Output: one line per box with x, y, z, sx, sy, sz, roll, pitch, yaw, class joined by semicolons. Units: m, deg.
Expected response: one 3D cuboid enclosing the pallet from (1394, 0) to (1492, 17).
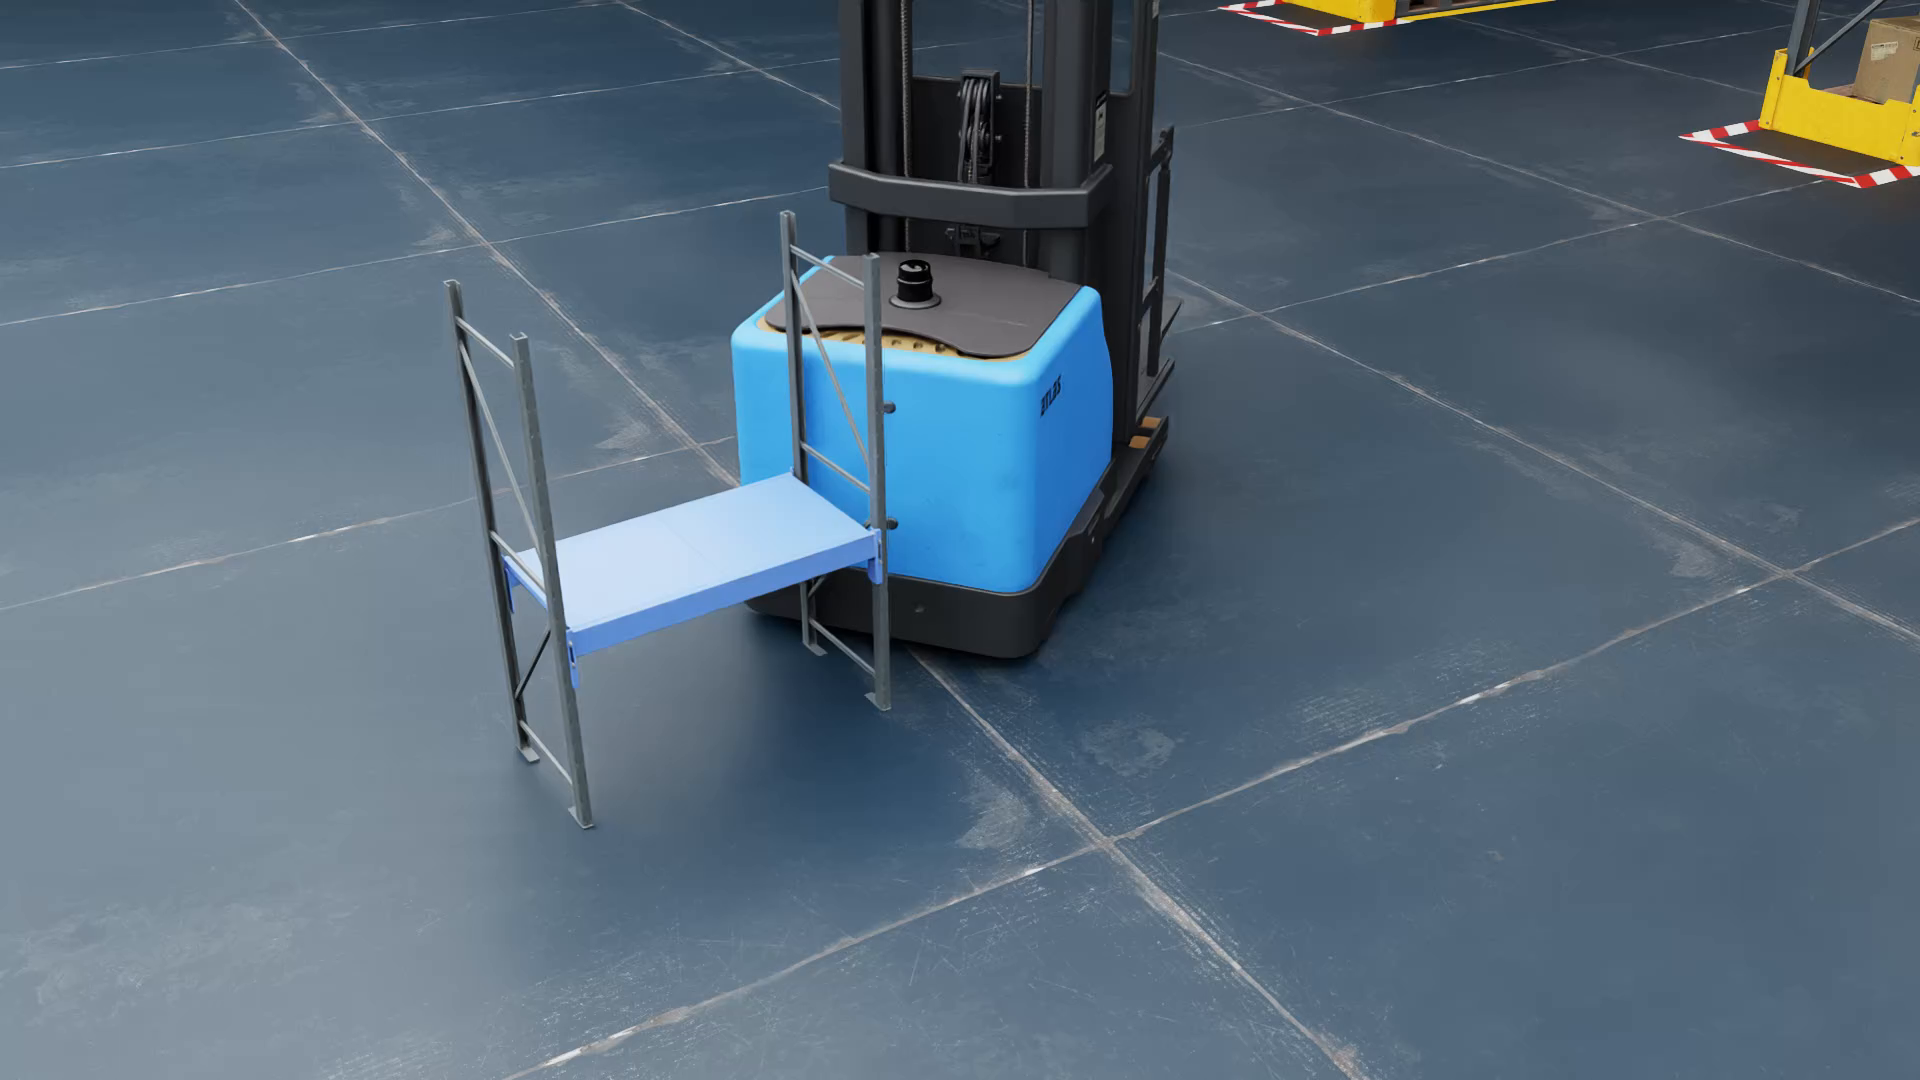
4.057;-5.011;15.111;1.213;0.211;1.003;-16;33;-26;pallet

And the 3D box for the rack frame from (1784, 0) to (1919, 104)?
5.821;-3.933;10.273;0.127;3.000;1.000;-16;33;-26;rack frame

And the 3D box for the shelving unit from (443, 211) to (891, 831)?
-0.790;-0.071;4.827;1.048;1.500;0.538;-19;34;-30;shelving unit

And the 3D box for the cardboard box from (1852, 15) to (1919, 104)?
6.368;-3.169;11.040;0.500;0.500;0.500;-10;30;-17;cardboard box

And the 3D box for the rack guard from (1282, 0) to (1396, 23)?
3.354;-4.940;14.685;0.348;0.500;1.175;-16;33;-26;rack guard

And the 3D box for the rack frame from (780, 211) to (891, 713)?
-0.374;-0.213;5.084;0.032;1.500;0.500;-19;34;-30;rack frame

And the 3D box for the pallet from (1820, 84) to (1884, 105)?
6.605;-2.915;11.314;1.213;0.211;1.003;-16;33;-26;pallet

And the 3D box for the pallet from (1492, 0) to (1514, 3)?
5.107;-5.307;15.648;1.213;0.211;1.003;-16;33;-26;pallet

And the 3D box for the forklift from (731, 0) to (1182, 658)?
0.224;-1.595;6.107;1.130;2.935;3.031;10;30;17;forklift

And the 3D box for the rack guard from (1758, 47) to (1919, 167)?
5.887;-2.857;10.910;0.348;0.500;1.175;-16;33;-26;rack guard

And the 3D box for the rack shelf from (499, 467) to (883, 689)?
-0.790;0.086;4.914;1.000;0.185;0.538;-19;34;-30;rack shelf

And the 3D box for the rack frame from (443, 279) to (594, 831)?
-1.205;0.070;4.571;0.032;1.500;0.500;-19;34;-30;rack frame
